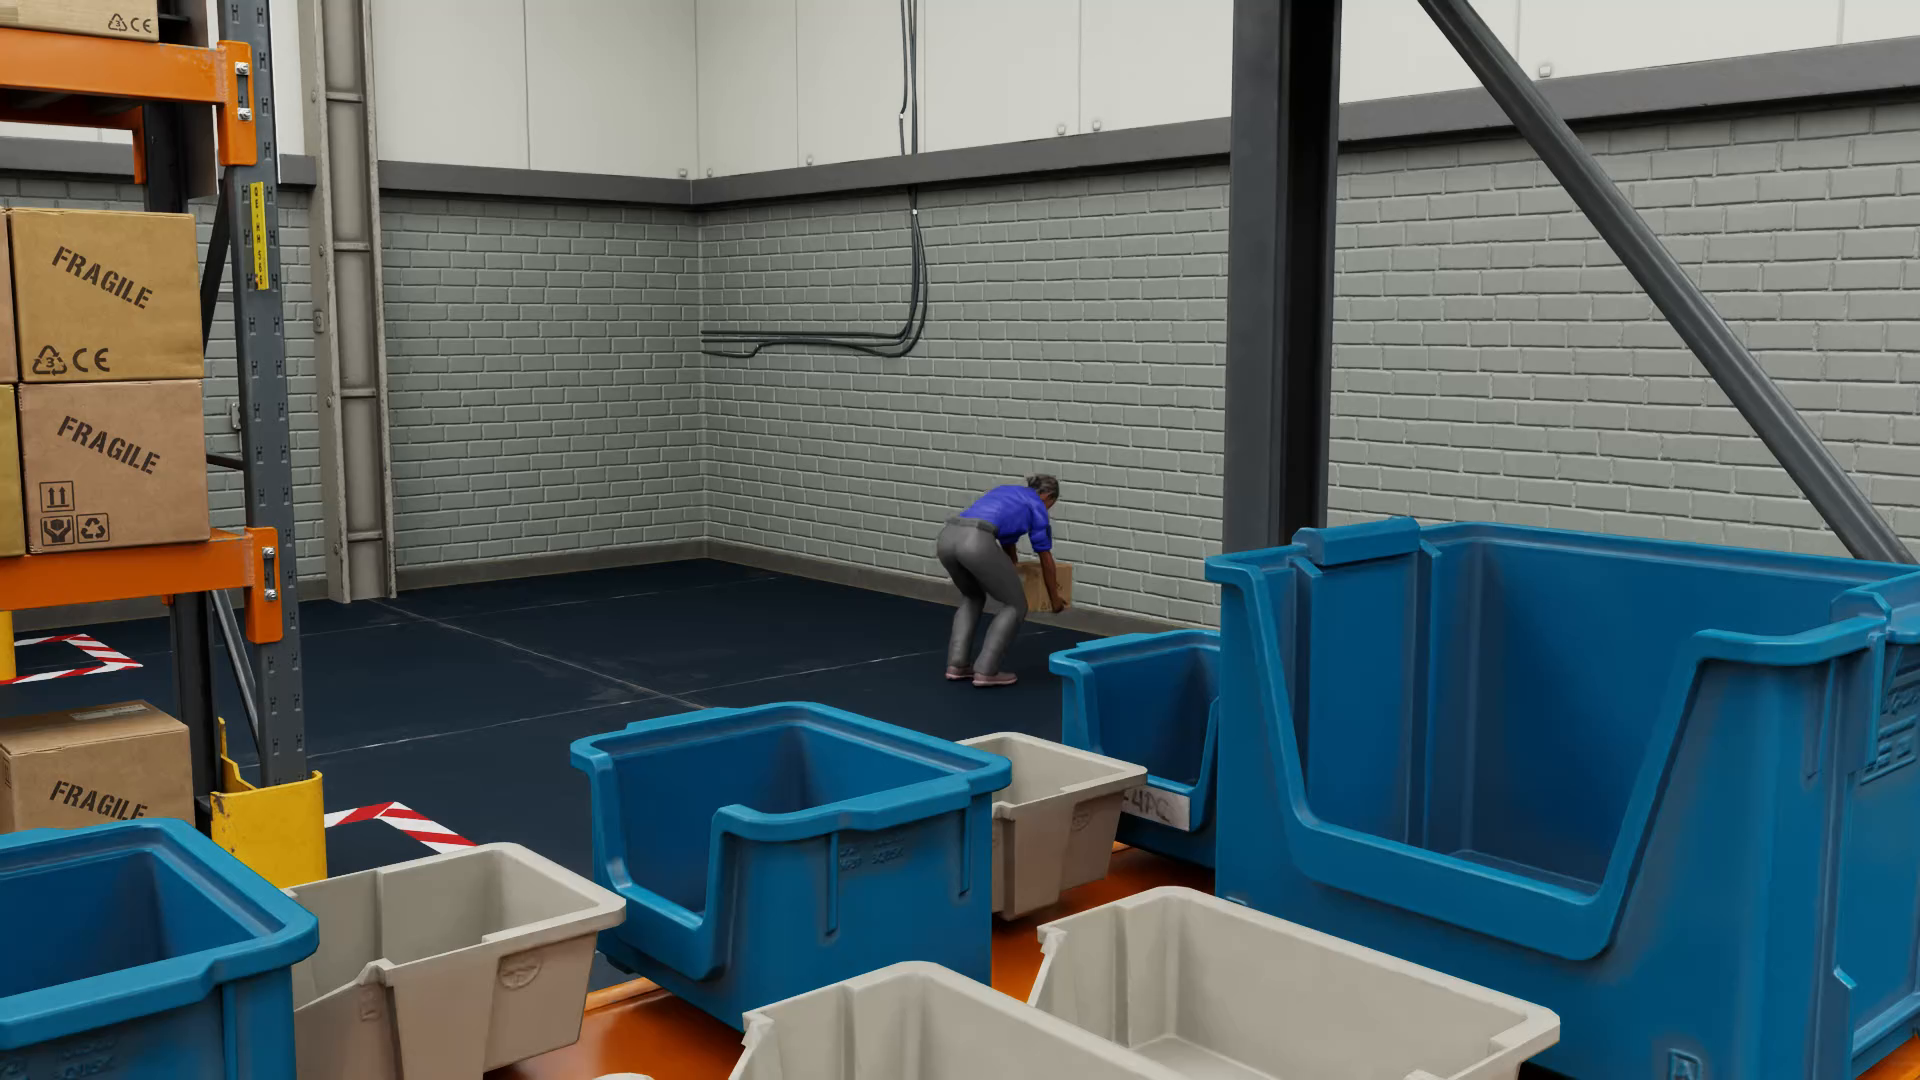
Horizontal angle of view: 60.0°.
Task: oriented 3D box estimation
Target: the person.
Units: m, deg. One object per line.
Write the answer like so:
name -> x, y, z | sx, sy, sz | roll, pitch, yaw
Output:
person -> 0.248, 0.213, 9.257 | 0.847, 1.123, 0.446 | -7, 10, -43
